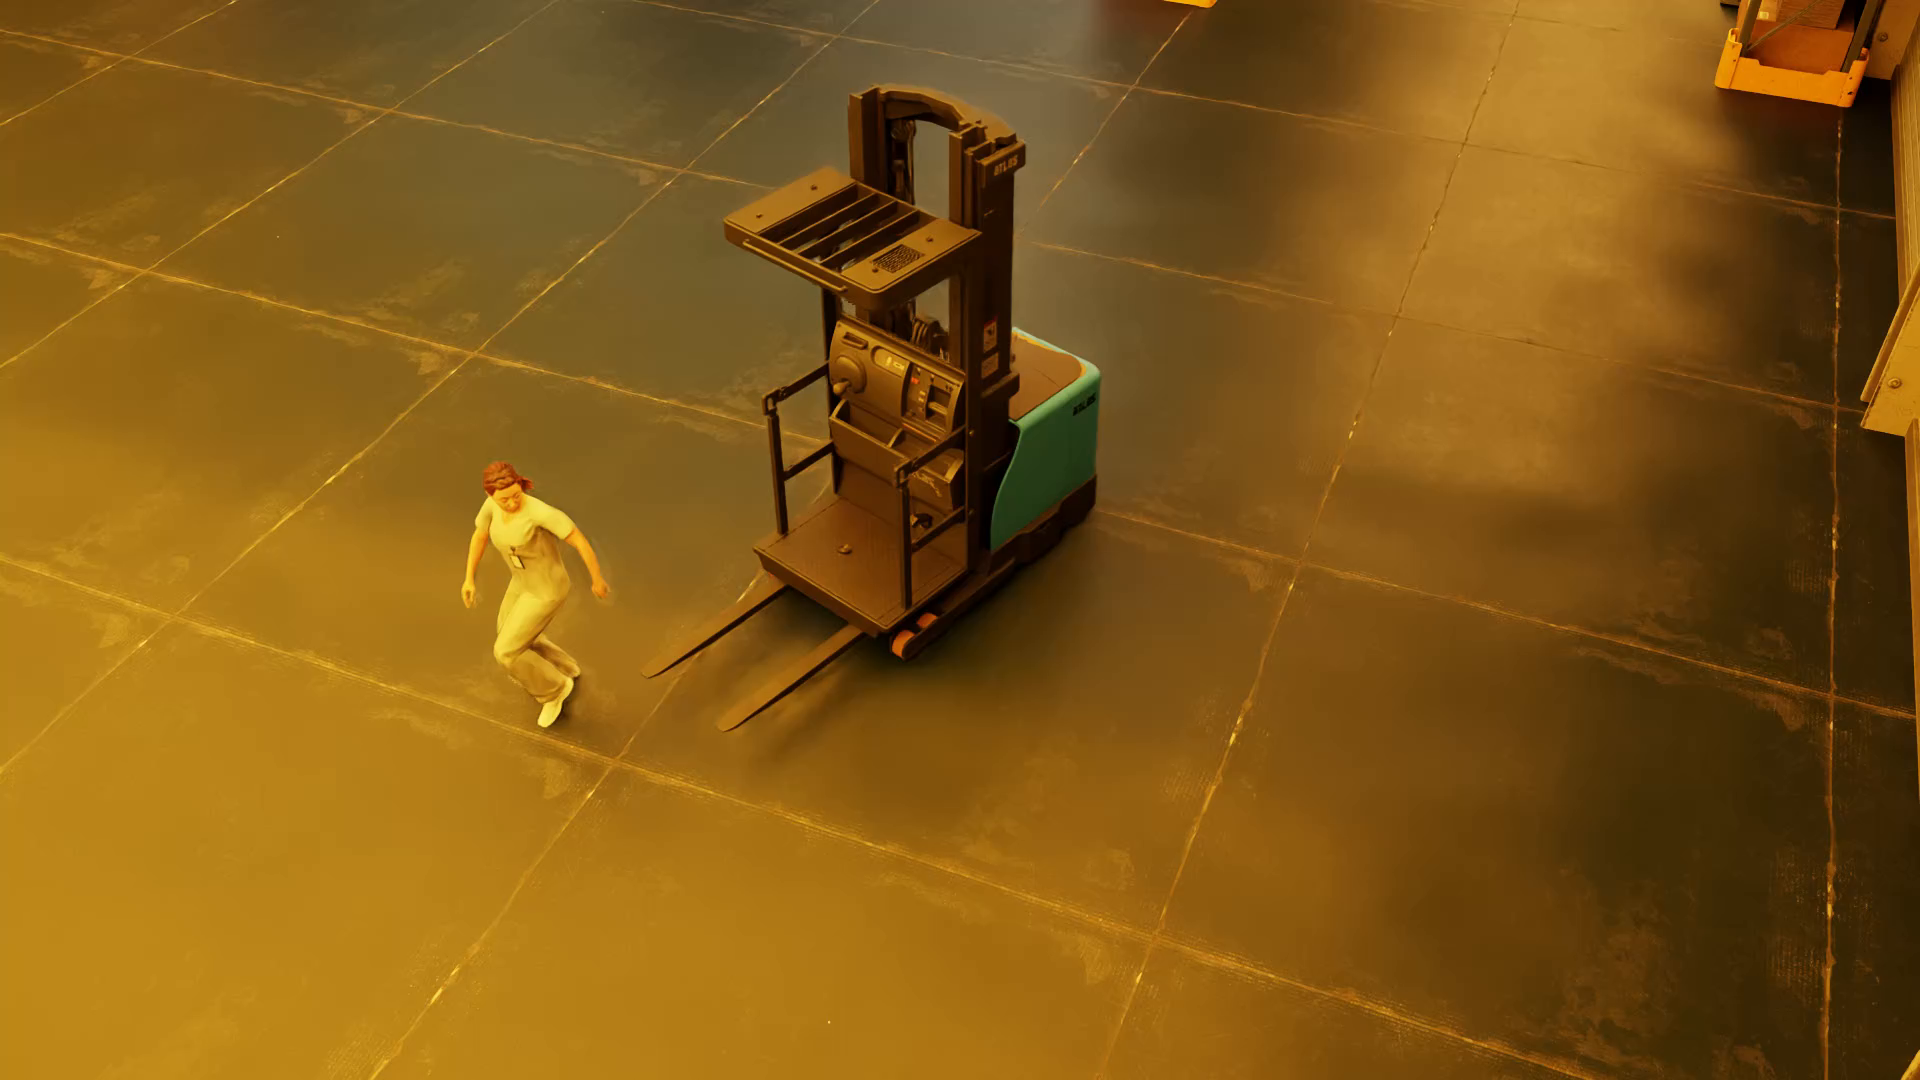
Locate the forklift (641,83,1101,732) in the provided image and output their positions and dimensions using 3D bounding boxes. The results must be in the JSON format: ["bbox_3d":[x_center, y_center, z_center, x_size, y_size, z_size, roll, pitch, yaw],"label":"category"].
[{"bbox_3d":[-0.495,-0.815,8.979,1.130,2.935,3.031,29,48,30],"label":"forklift"}]

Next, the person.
[{"bbox_3d":[-2.259,0.258,8.751,0.655,1.617,0.616,-26,47,-28],"label":"person"}]
